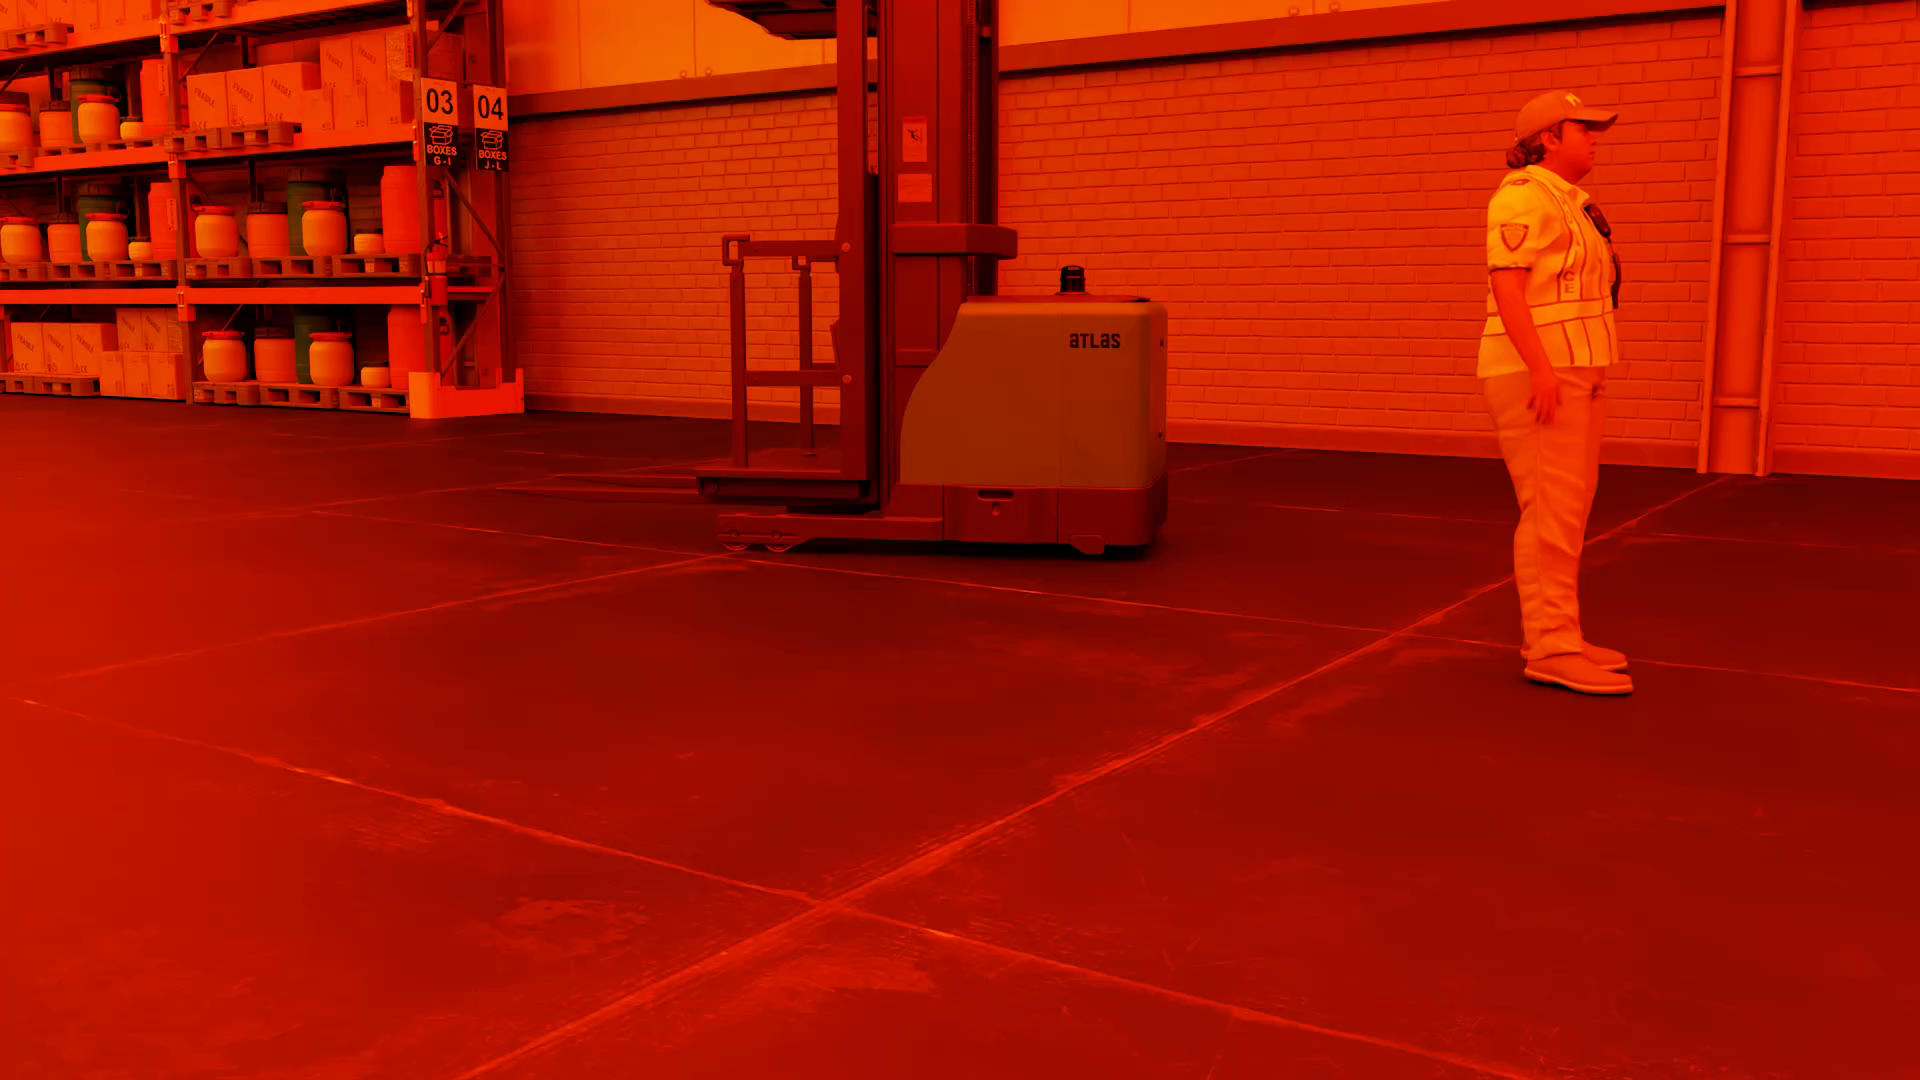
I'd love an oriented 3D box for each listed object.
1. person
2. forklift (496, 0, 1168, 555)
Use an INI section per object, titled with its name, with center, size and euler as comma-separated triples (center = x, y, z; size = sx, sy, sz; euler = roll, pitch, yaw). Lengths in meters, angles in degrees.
[person]
center = 1.767, -0.445, 4.793
size = 0.516, 1.675, 0.583
euler = 5, 10, 34
[forklift]
center = -0.596, -1.469, 7.520
size = 3.031, 2.935, 1.130
euler = 2, 8, 12
